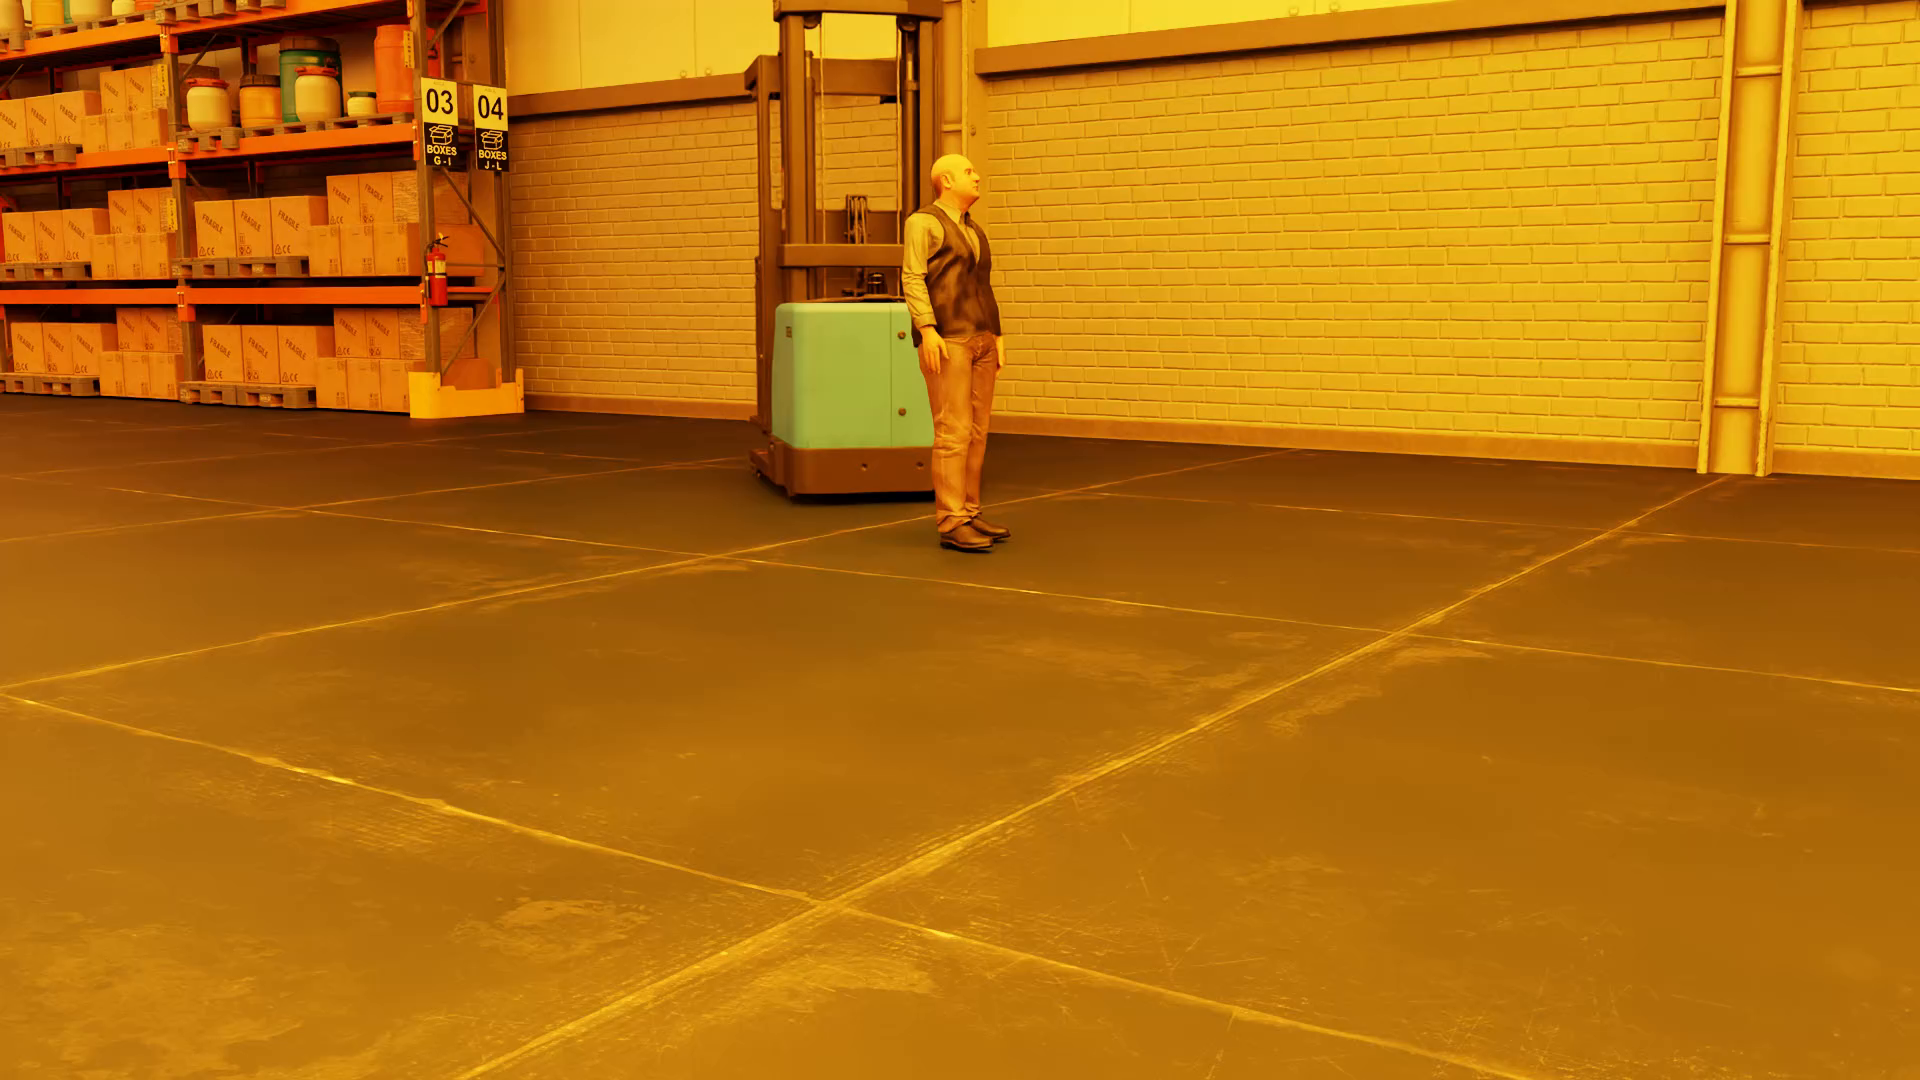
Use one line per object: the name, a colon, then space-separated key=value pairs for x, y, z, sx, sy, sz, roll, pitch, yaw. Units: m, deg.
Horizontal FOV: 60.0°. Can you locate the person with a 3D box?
person: x=0.048 y=-0.853 z=7.441 sx=0.566 sy=1.722 sz=0.633 roll=5 pitch=10 yaw=34

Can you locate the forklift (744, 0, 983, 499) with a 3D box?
forklift: x=-0.712 y=-1.845 z=10.166 sx=1.130 sy=2.935 sz=3.031 roll=-2 pitch=8 yaw=-13
